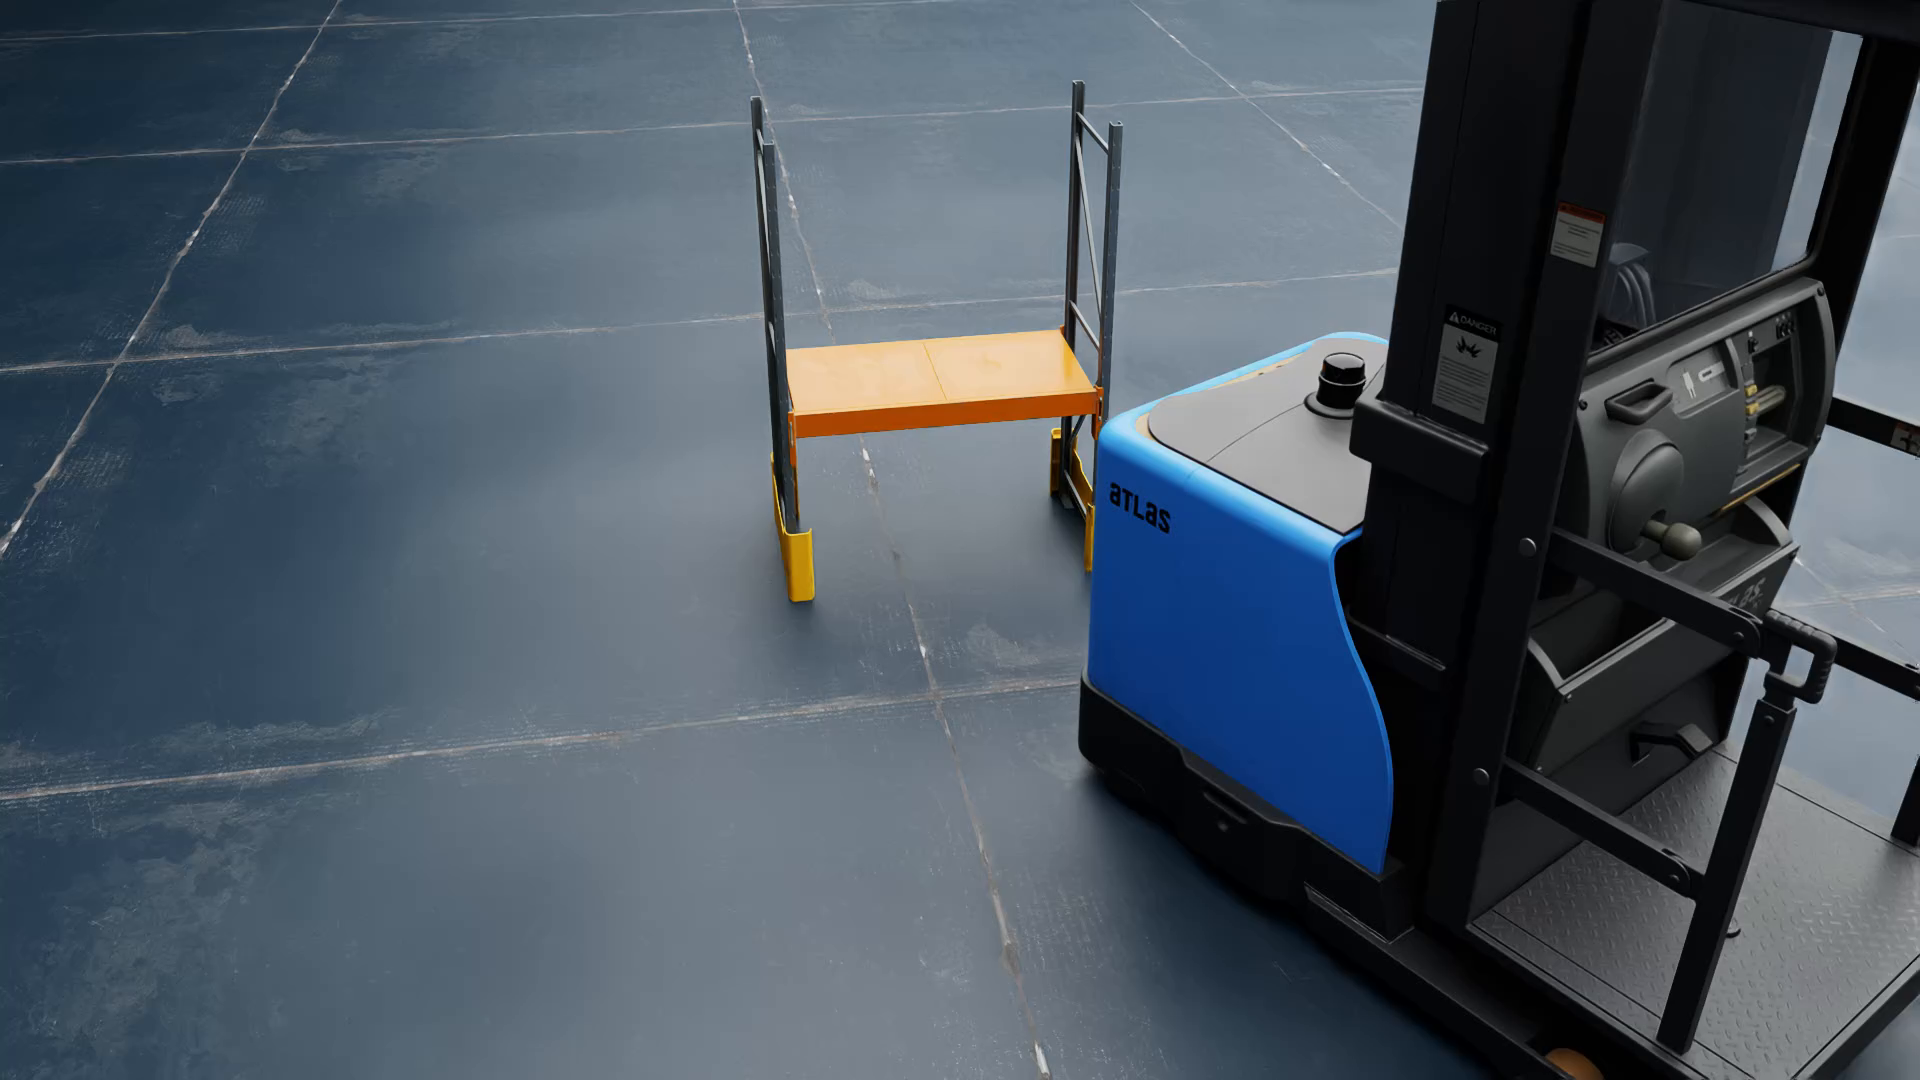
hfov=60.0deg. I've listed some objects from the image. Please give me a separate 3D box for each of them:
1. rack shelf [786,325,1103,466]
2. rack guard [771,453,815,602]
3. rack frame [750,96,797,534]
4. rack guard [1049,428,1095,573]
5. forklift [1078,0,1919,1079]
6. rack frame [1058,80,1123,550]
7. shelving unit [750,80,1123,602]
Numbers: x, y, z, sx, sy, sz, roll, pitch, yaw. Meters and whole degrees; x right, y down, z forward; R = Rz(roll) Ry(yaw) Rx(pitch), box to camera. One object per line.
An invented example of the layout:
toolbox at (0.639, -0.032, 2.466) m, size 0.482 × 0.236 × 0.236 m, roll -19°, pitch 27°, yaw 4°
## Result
rack shelf at (-0.084, -0.484, 5.448) m, size 1.000 × 0.185 × 0.538 m, roll -5°, pitch 31°, yaw -9°
rack guard at (-0.565, -0.055, 5.597) m, size 0.087 × 0.250 × 0.587 m, roll -5°, pitch 31°, yaw -9°
rack frame at (-0.584, -0.592, 5.278) m, size 0.032 × 1.500 × 0.500 m, roll -5°, pitch 31°, yaw -9°
rack guard at (0.415, -0.146, 5.752) m, size 0.087 × 0.250 × 0.587 m, roll -5°, pitch 31°, yaw -9°
forklift at (1.644, -0.206, 3.209) m, size 1.130 × 2.935 × 3.031 m, roll -22°, pitch 37°, yaw -33°
rack frame at (0.416, -0.685, 5.436) m, size 0.032 × 1.500 × 0.500 m, roll -5°, pitch 31°, yaw -9°
shelving unit at (-0.075, -0.640, 5.358) m, size 1.083 × 1.500 × 0.587 m, roll -5°, pitch 31°, yaw -9°
